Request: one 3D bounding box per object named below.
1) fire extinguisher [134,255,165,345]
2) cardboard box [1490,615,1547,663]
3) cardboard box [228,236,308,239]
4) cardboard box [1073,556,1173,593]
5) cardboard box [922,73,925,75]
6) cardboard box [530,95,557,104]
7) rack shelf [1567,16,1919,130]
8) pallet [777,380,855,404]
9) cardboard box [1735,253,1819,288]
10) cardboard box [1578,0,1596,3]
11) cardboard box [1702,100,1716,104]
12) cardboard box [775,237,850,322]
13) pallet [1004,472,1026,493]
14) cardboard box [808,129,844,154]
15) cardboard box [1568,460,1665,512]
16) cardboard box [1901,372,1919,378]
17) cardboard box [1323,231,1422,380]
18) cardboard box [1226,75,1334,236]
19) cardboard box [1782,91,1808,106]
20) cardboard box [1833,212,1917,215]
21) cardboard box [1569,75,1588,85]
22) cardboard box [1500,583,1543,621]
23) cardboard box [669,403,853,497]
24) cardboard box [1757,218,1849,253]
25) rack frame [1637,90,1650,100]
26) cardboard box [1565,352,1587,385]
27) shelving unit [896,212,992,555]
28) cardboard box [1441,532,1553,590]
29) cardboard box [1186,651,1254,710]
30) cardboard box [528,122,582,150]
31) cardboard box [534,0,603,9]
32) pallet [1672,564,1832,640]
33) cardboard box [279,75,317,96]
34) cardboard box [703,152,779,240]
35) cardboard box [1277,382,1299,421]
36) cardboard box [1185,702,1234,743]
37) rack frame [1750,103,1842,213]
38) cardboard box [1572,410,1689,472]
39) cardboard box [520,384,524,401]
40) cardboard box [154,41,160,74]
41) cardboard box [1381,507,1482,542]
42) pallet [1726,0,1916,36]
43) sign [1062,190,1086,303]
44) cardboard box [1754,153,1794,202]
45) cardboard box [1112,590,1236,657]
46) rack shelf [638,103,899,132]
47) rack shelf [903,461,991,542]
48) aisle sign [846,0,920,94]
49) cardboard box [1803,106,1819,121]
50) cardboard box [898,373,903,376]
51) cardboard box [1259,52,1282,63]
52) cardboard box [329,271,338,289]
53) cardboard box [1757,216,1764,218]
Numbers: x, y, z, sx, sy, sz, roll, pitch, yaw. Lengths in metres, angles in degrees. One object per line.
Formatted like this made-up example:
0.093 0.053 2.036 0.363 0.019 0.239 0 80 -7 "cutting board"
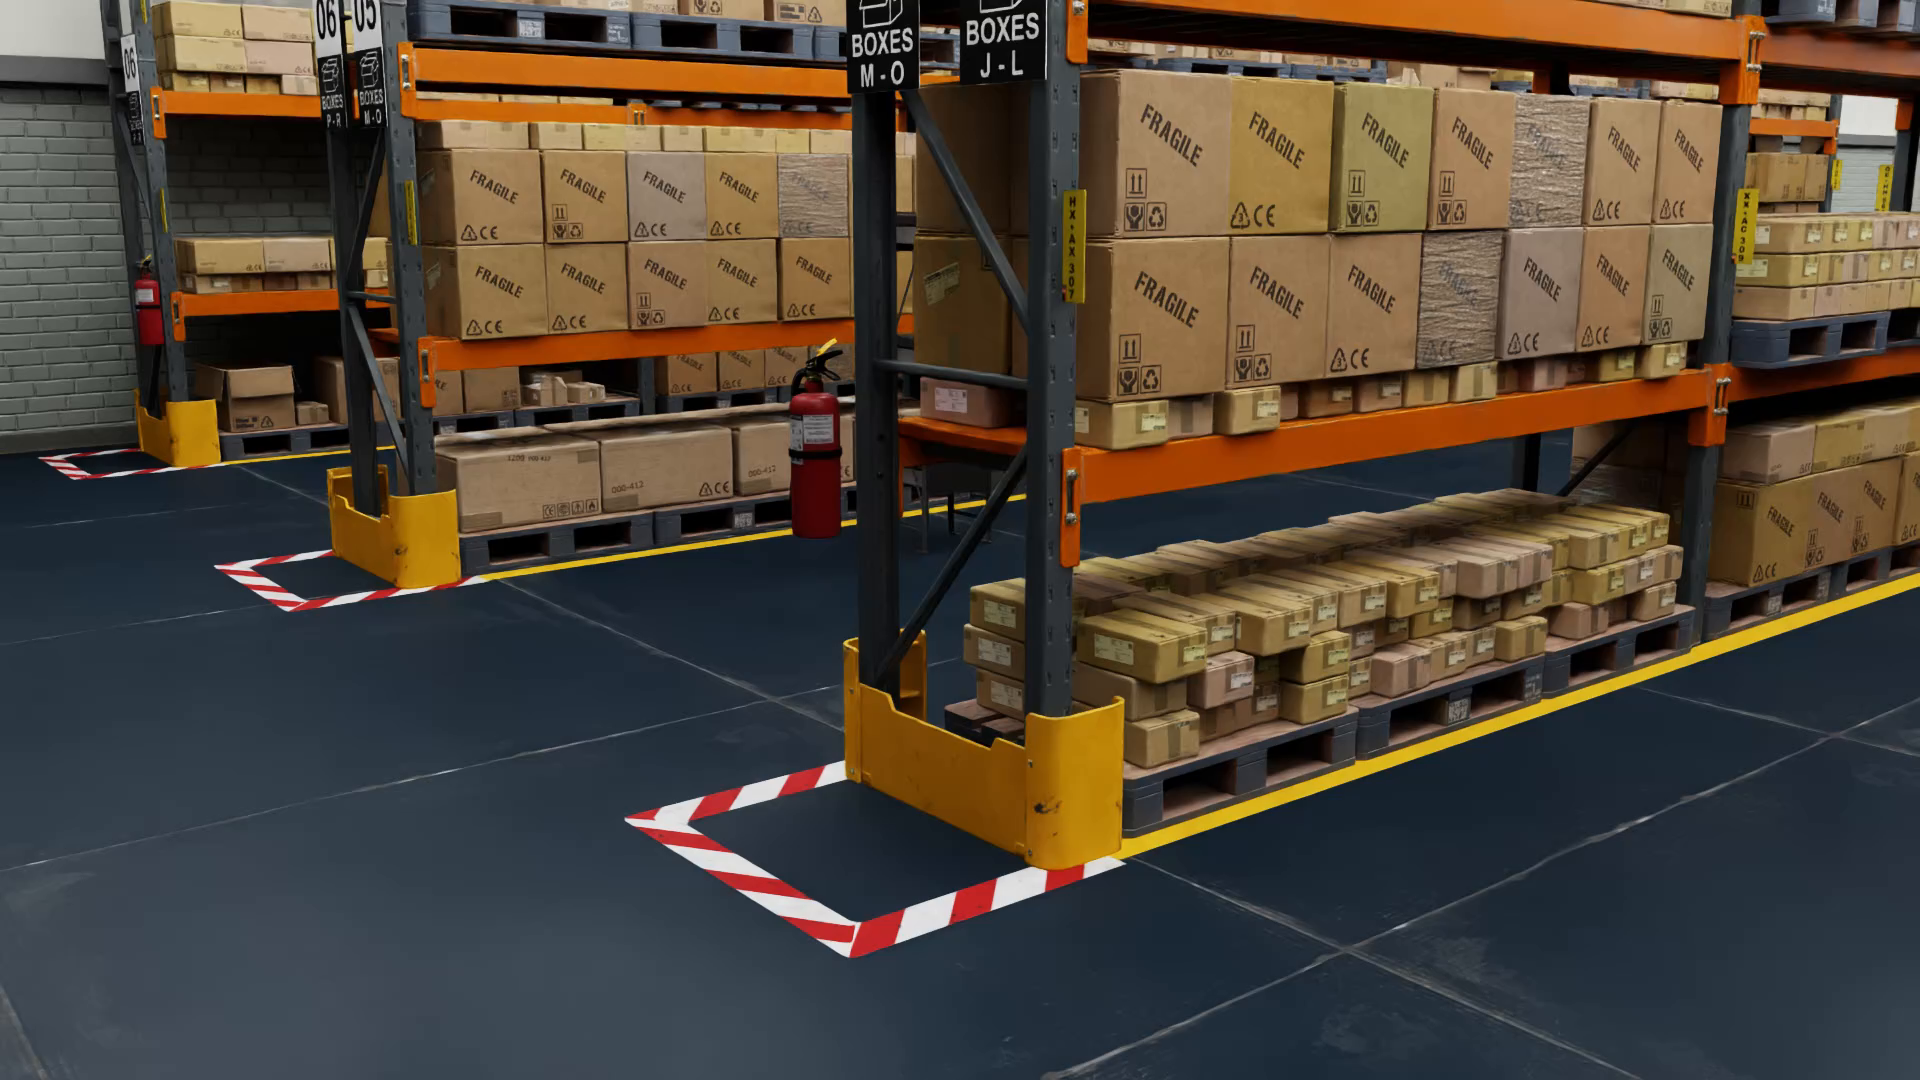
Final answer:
-6.108 -1.808 12.506 0.183 0.674 0.296 -9 15 -38 "fire extinguisher"
2.215 0.382 6.958 0.250 0.149 0.380 -9 15 -38 "cardboard box"
-5.685 -2.364 13.685 0.500 0.250 0.500 -9 15 -37 "cardboard box"
0.604 0.183 6.467 0.250 0.149 0.380 -10 15 -39 "cardboard box"
-0.565 -4.743 16.706 0.250 0.149 0.380 -10 16 -40 "cardboard box"
-3.662 -3.827 14.311 0.250 0.149 0.380 -9 15 -36 "cardboard box"
4.679 -2.422 8.824 4.000 0.370 1.077 -9 15 -38 "rack shelf"
-1.593 -1.548 16.912 1.213 0.211 1.003 -9 15 -38 "pallet"
3.712 -1.252 7.679 0.250 0.149 0.380 -9 15 -37 "cardboard box"
2.109 -2.205 6.429 0.500 0.250 0.500 -10 15 -38 "cardboard box"
7.389 -4.354 16.795 0.250 0.149 0.380 -10 16 -39 "cardboard box"
-1.038 -1.649 10.431 0.500 0.500 0.500 -10 15 -38 "cardboard box"
0.501 -0.585 12.376 1.213 0.211 1.003 -9 15 -38 "pallet"
-0.930 -2.479 10.373 0.250 0.149 0.380 -10 15 -38 "cardboard box"
3.538 -0.167 8.699 0.500 0.500 0.500 -10 15 -39 "cardboard box"
6.772 -0.736 10.776 0.750 0.750 1.050 -10 15 -38 "cardboard box"
1.309 -0.871 6.052 0.500 0.500 0.500 -9 15 -37 "cardboard box"
0.900 -1.293 5.634 0.500 0.500 0.500 -9 15 -36 "cardboard box"
8.683 -4.760 17.749 0.500 0.250 0.500 -10 15 -38 "cardboard box"
5.356 -1.845 9.756 0.250 0.149 0.380 -10 15 -38 "cardboard box"
5.429 -4.310 15.334 0.500 0.250 0.500 -9 15 -37 "cardboard box"
2.224 0.217 7.024 0.250 0.149 0.380 -9 15 -36 "cardboard box"
-1.310 -0.609 10.931 0.875 0.438 0.875 -10 16 -39 "cardboard box"
3.926 -1.434 7.824 0.250 0.149 0.380 -9 15 -36 "cardboard box"
6.193 -2.875 16.446 0.127 3.000 1.000 -9 15 -38 "rack frame"
2.417 -0.751 7.048 0.250 0.149 0.380 -10 16 -39 "cardboard box"
-0.129 -1.006 9.810 0.503 2.100 0.431 -9 15 -38 "shelving unit"
2.232 0.084 6.934 0.250 0.149 0.380 -10 16 -40 "cardboard box"
0.812 0.463 5.864 0.250 0.149 0.380 -10 15 -38 "cardboard box"
-2.293 -2.235 9.223 0.250 0.149 0.380 -9 15 -36 "cardboard box"
-2.184 -3.020 9.263 0.250 0.149 0.380 -9 15 -36 "cardboard box"
3.724 0.216 8.605 1.213 0.211 1.003 -9 15 -38 "pallet"
-5.229 -3.555 13.032 0.250 0.149 0.380 -9 15 -36 "cardboard box"
-1.440 -2.073 10.022 0.500 0.500 0.500 -9 15 -37 "cardboard box"
0.985 -0.516 5.942 0.250 0.149 0.380 -9 15 -35 "cardboard box"
0.756 0.598 5.945 0.250 0.149 0.380 -10 15 -38 "cardboard box"
9.316 -3.394 18.891 0.127 3.000 1.000 -9 15 -38 "rack frame"
3.541 -0.534 8.625 0.500 0.250 0.500 -10 16 -39 "cardboard box"
-4.160 -1.349 15.111 0.250 0.149 0.380 -10 15 -38 "cardboard box"
-6.104 -3.764 13.055 0.500 0.250 0.500 -10 15 -39 "cardboard box"
2.110 -0.033 7.485 0.250 0.149 0.380 -10 16 -39 "cardboard box"
3.666 -2.485 7.842 1.003 0.211 1.213 -9 15 -38 "pallet"
0.333 -0.864 4.890 0.005 0.325 0.100 -9 15 -38 "sign"
8.320 -3.828 17.573 0.500 0.500 0.700 -10 15 -38 "cardboard box"
0.755 0.302 5.906 0.250 0.149 0.380 -9 15 -37 "cardboard box"
-1.596 -4.016 16.332 4.000 0.370 1.077 -9 15 -38 "rack shelf"
-0.129 -0.308 9.958 0.480 0.518 0.431 -9 15 -38 "rack shelf"
-0.251 -1.839 5.309 0.004 0.787 0.394 -9 15 -38 "aisle sign"
9.038 -4.609 17.996 0.250 0.149 0.380 -9 15 -37 "cardboard box"
-0.628 -1.990 17.287 0.500 0.500 0.500 -10 15 -39 "cardboard box"
2.212 -3.727 12.552 0.258 0.266 0.396 -10 16 -39 "cardboard box"
-5.061 -2.136 13.572 0.250 0.149 0.380 -9 15 -37 "cardboard box"
3.926 -1.607 8.635 0.250 0.149 0.380 -9 15 -38 "cardboard box"
